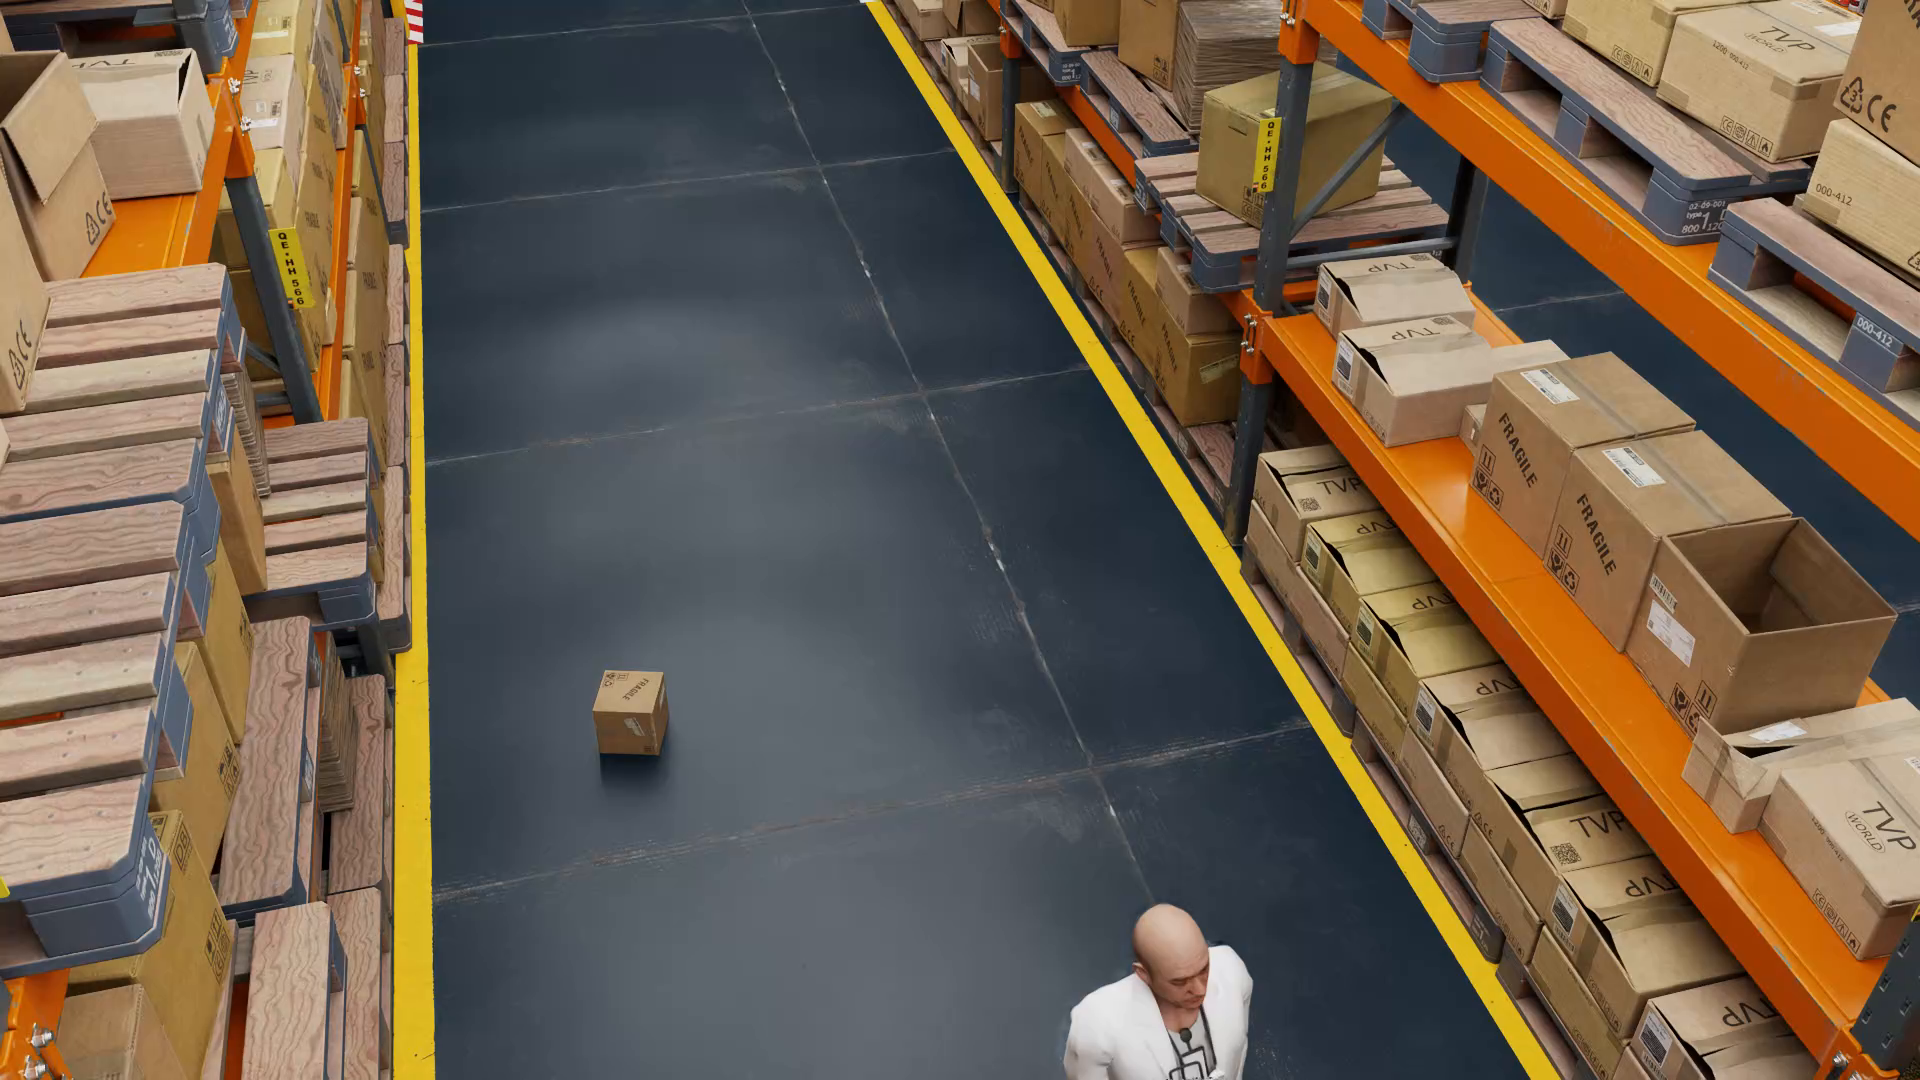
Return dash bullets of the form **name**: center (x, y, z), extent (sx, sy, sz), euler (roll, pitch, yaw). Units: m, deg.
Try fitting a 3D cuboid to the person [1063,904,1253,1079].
- **person**: center (0.546, 1.652, 4.551), extent (0.582, 1.776, 0.531), euler (-14, 40, -18)
